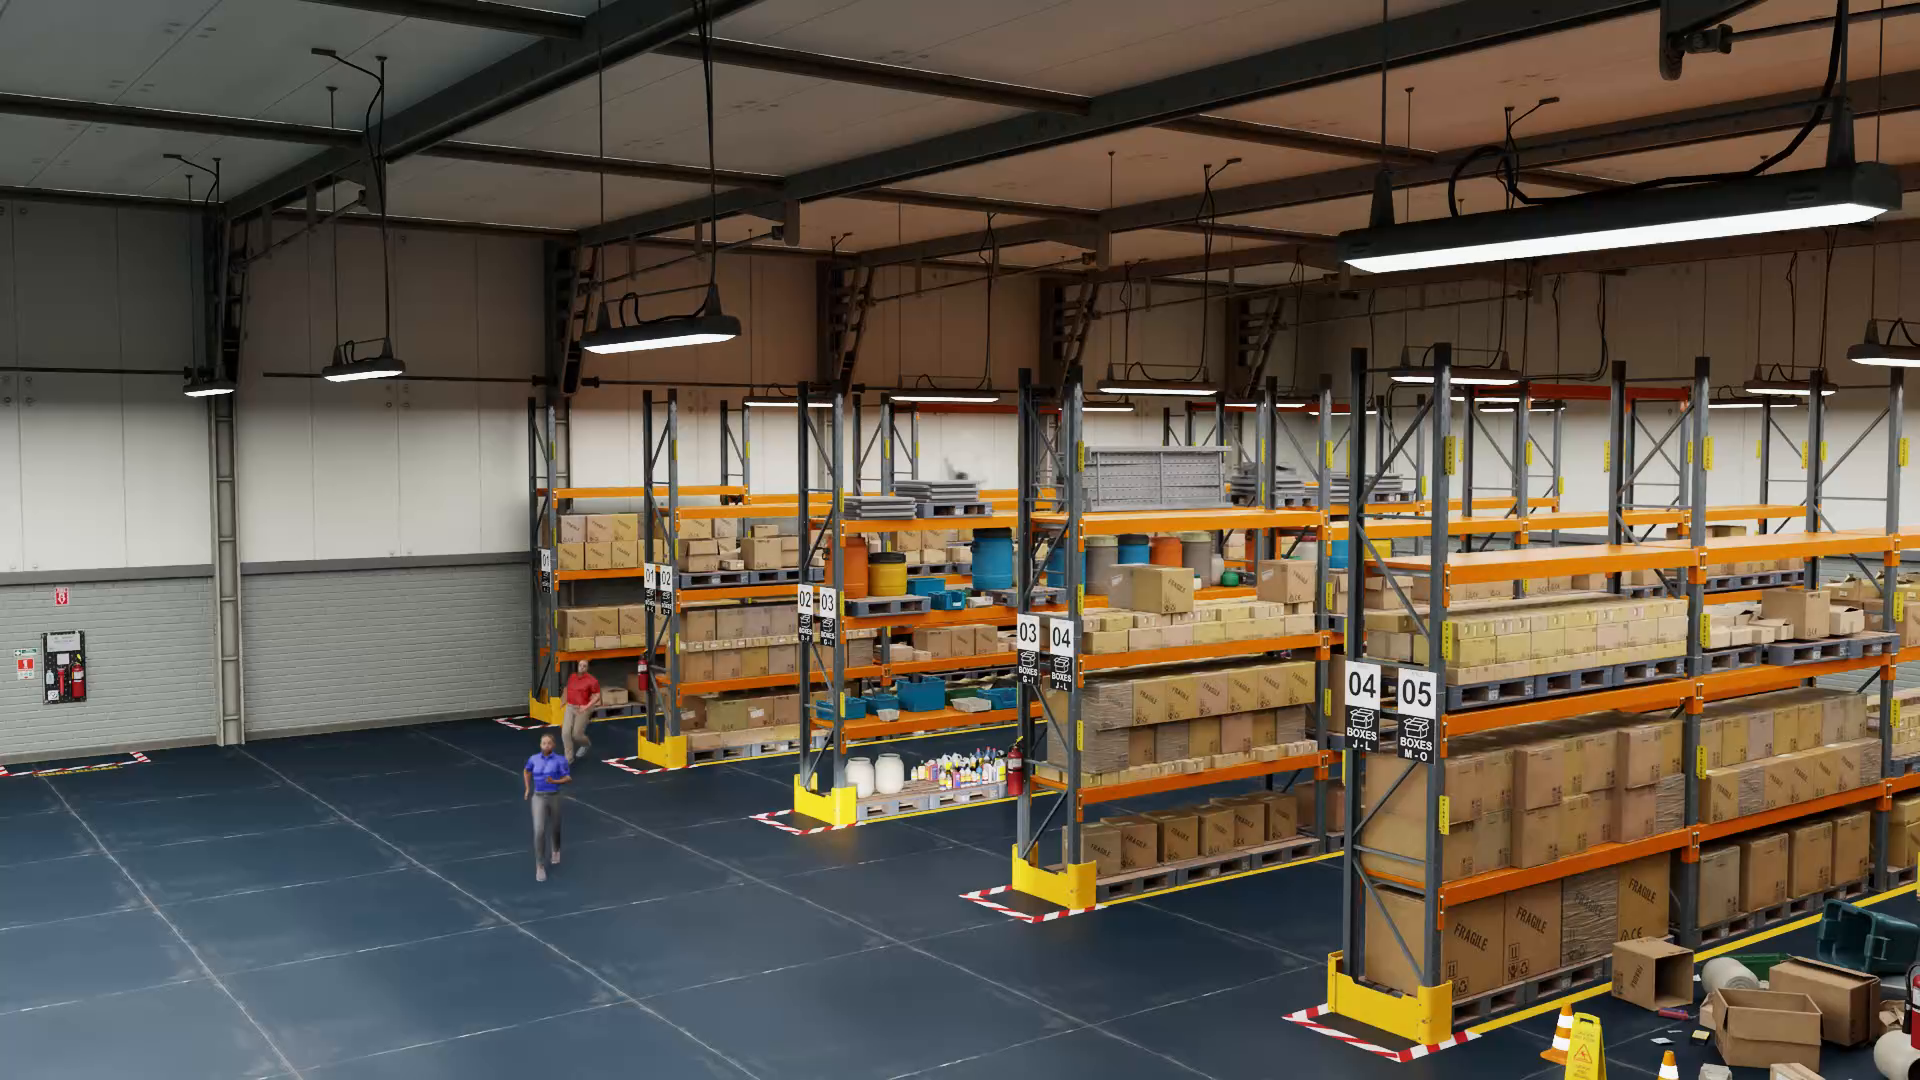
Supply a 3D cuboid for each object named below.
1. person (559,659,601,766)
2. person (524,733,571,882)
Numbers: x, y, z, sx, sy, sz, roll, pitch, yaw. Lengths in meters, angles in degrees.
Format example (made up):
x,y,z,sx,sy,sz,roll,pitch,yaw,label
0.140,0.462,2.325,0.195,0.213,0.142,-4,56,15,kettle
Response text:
x,y,z,sx,sy,sz,roll,pitch,yaw,label
-6.089,2.758,26.700,0.709,1.698,0.679,1,4,16,person
-4.925,3.153,19.861,0.562,1.669,0.852,-1,3,-12,person
